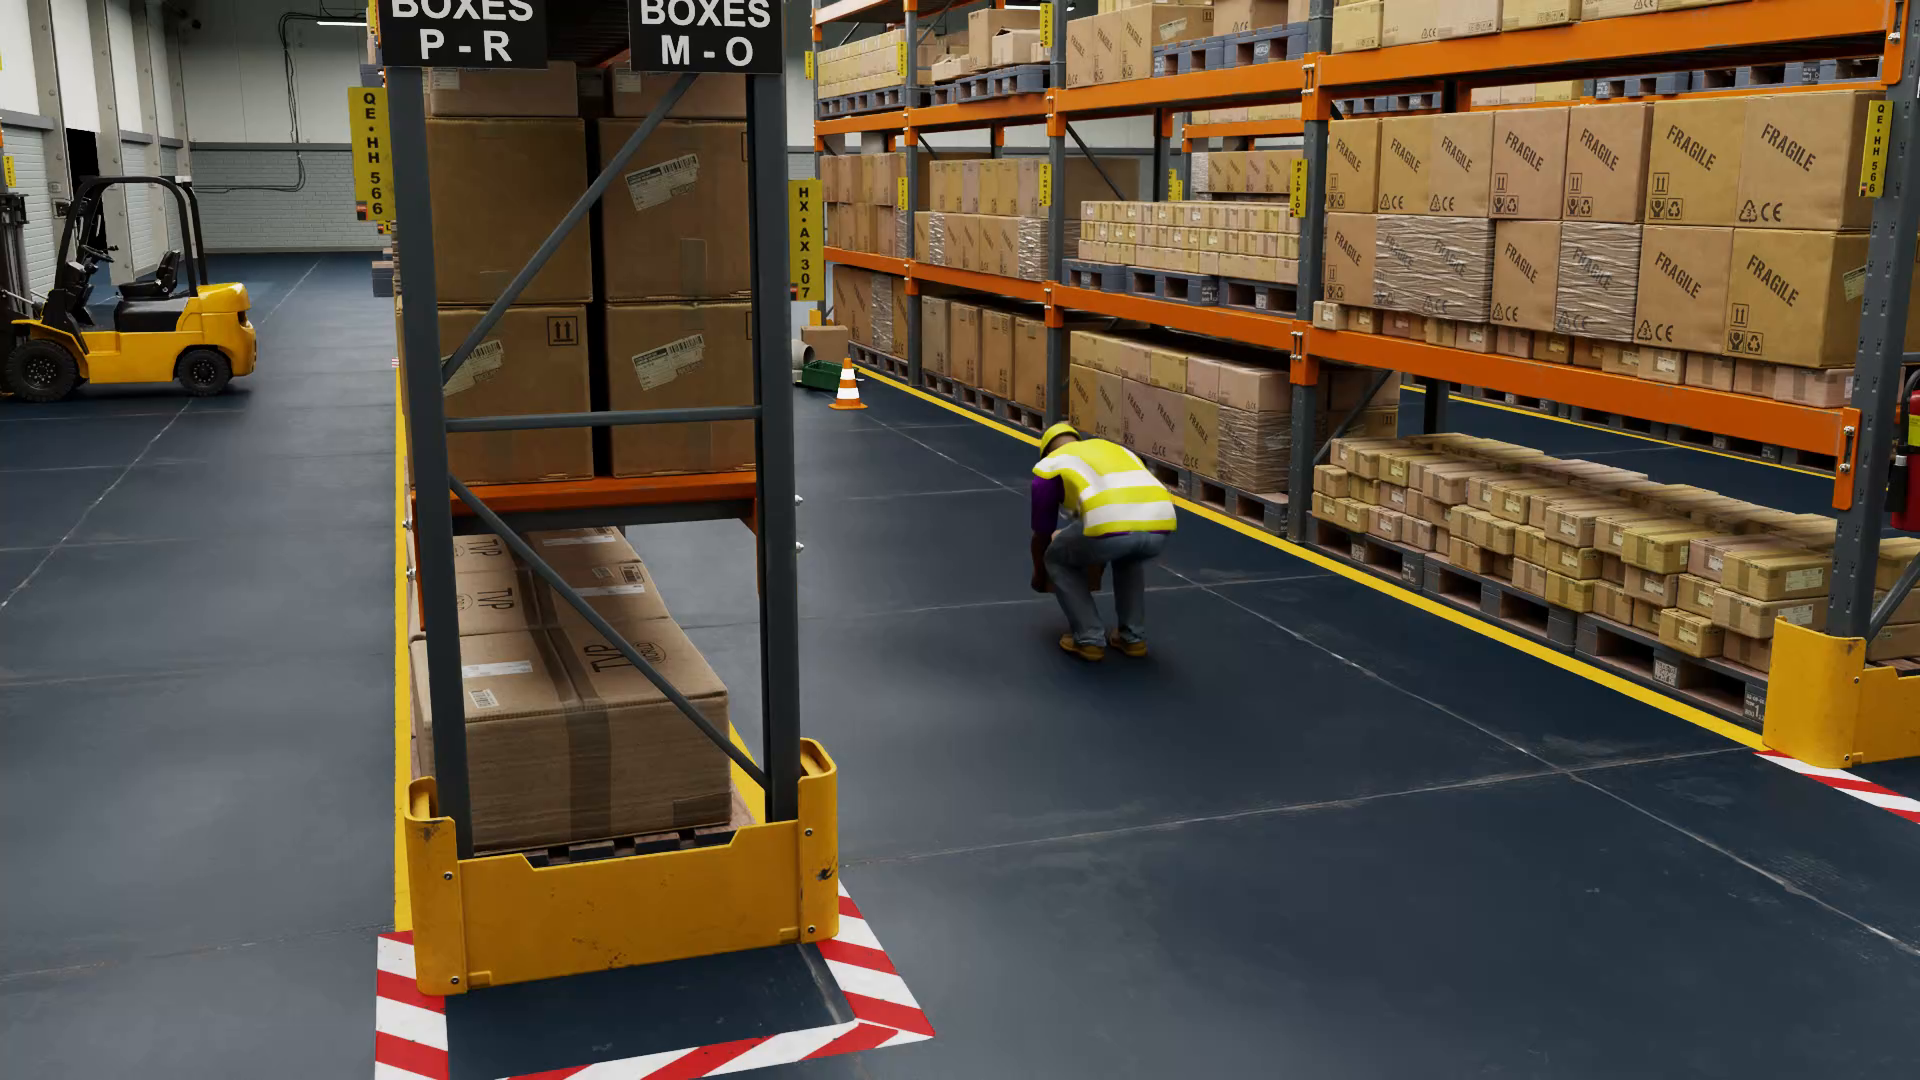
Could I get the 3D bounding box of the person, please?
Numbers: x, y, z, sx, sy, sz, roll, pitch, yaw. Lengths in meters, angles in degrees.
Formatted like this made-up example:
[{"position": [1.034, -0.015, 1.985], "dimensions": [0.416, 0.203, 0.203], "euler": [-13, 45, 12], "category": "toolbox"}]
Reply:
[{"position": [0.614, 0.009, 7.673], "dimensions": [0.523, 1.001, 0.949], "euler": [-5, 13, -20], "category": "person"}]
